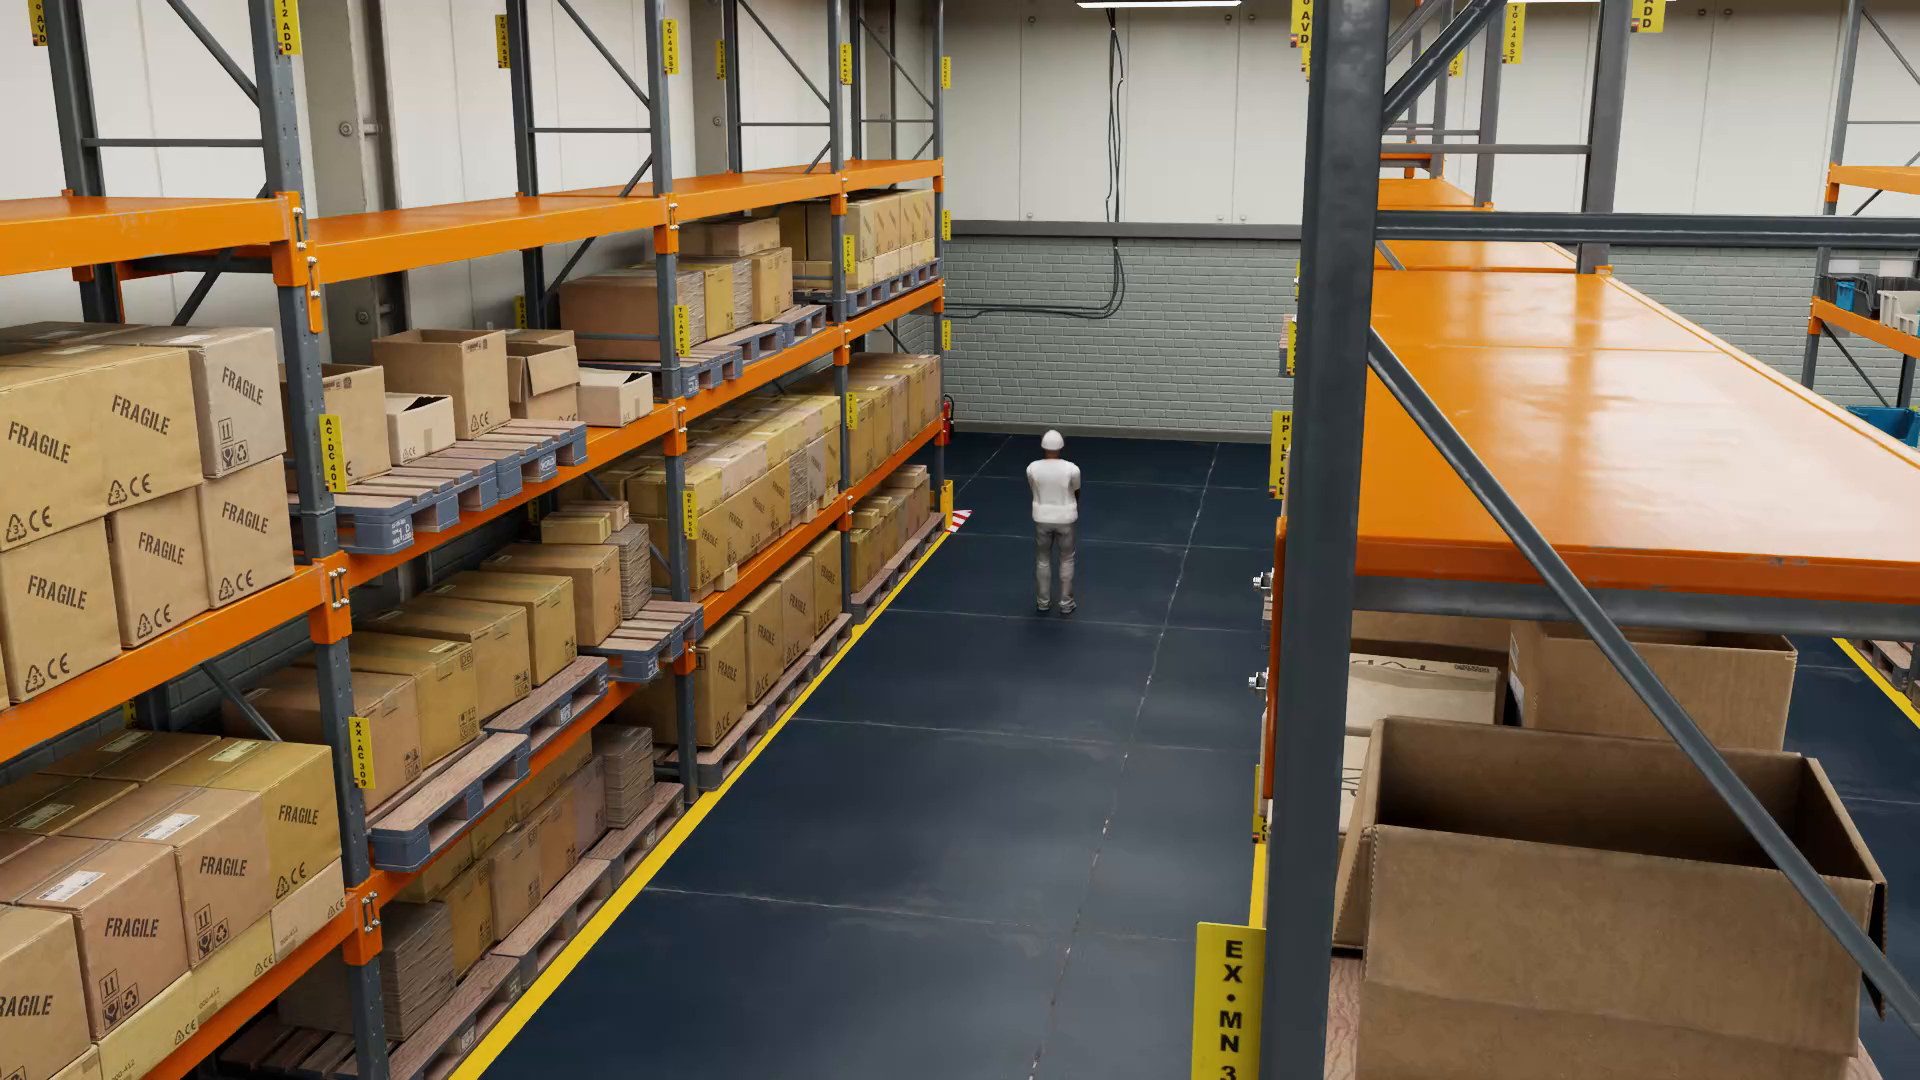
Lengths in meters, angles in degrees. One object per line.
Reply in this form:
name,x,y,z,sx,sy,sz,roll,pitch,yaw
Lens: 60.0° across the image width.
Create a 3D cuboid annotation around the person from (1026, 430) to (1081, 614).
person,0.899,-0.203,15.756,0.502,1.761,0.577,3,15,11
